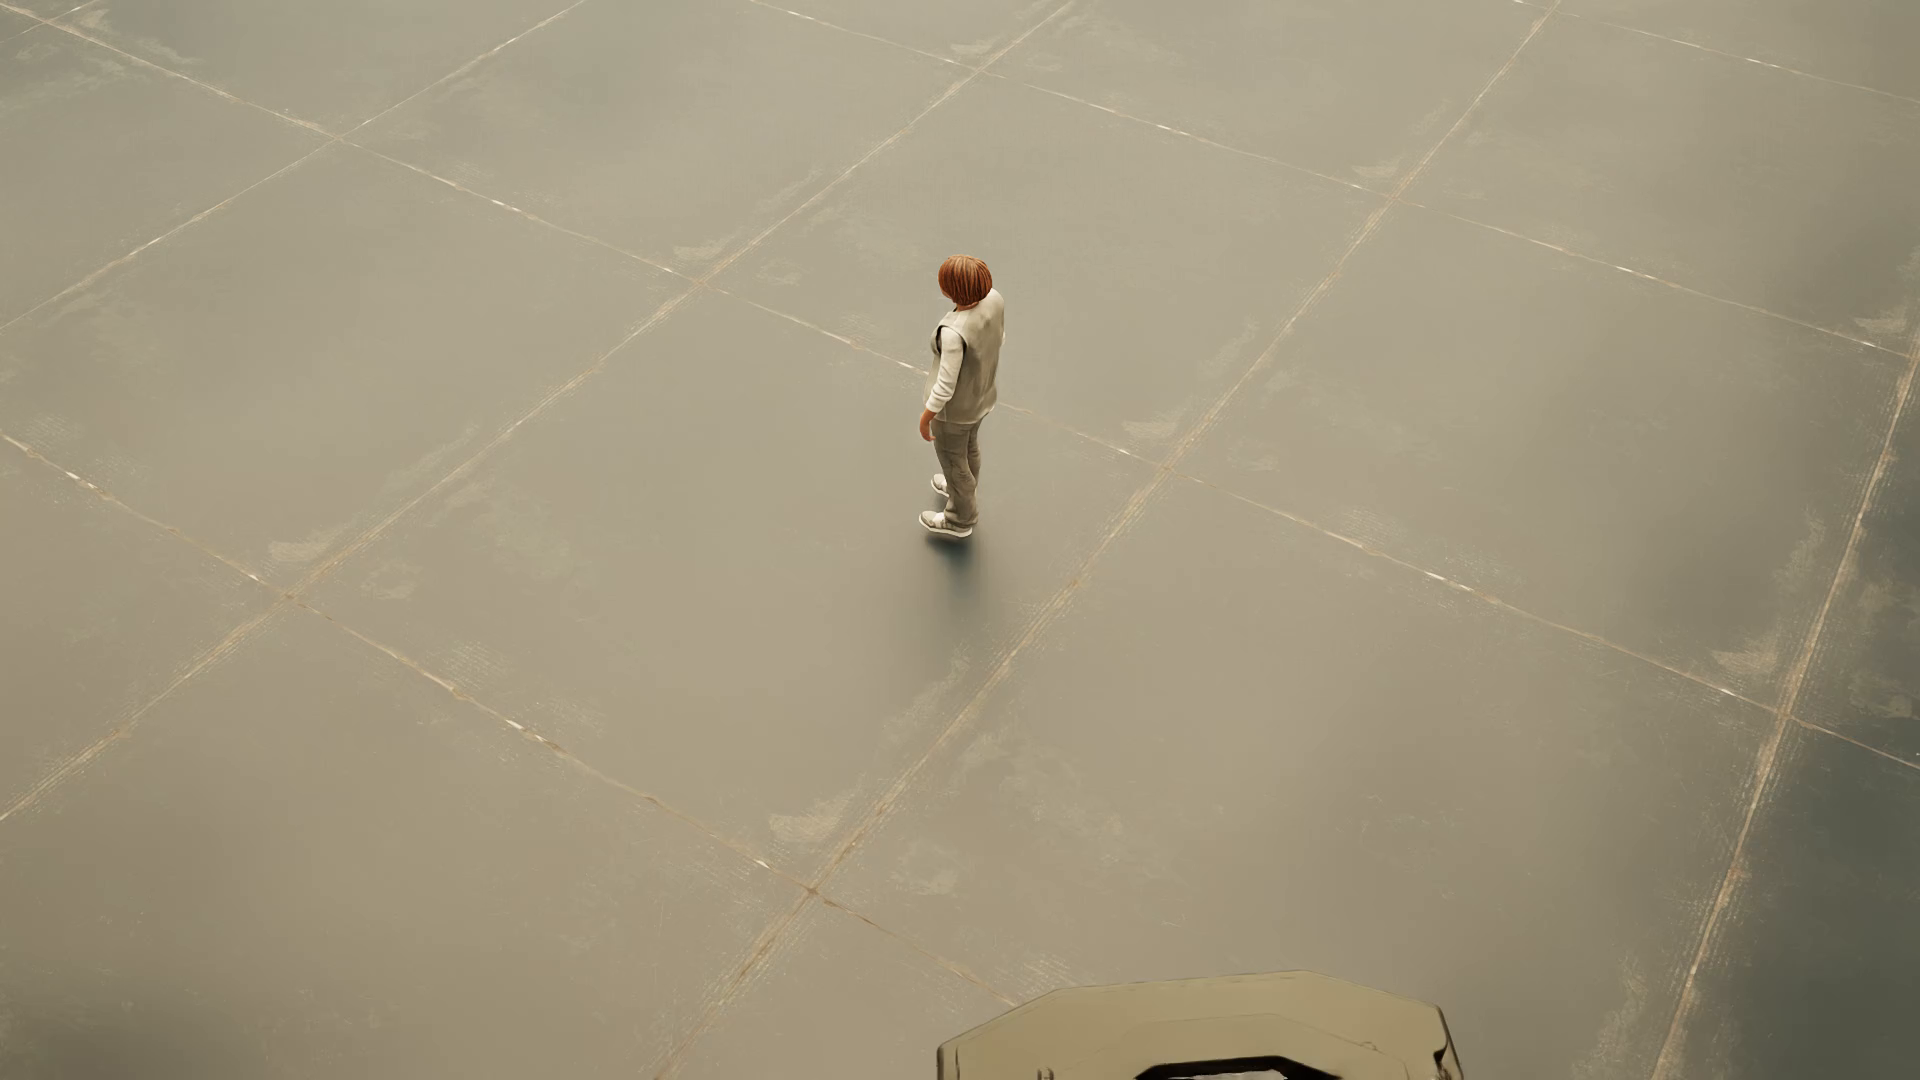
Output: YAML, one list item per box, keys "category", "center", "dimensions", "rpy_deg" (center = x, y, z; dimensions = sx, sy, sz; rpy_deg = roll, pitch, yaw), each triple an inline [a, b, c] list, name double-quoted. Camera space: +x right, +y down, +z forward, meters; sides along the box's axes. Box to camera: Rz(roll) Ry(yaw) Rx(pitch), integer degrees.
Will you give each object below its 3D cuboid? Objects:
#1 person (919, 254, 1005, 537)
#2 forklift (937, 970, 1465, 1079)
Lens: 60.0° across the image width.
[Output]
- category: "person"
  center: [-0.055, -0.650, 7.434]
  dimensions: [0.472, 1.599, 0.520]
  rpy_deg: [24, 48, 23]
- category: "forklift"
  center: [0.481, 2.335, 3.385]
  dimensions: [1.130, 2.935, 3.031]
  rpy_deg: [-3, 44, -4]
